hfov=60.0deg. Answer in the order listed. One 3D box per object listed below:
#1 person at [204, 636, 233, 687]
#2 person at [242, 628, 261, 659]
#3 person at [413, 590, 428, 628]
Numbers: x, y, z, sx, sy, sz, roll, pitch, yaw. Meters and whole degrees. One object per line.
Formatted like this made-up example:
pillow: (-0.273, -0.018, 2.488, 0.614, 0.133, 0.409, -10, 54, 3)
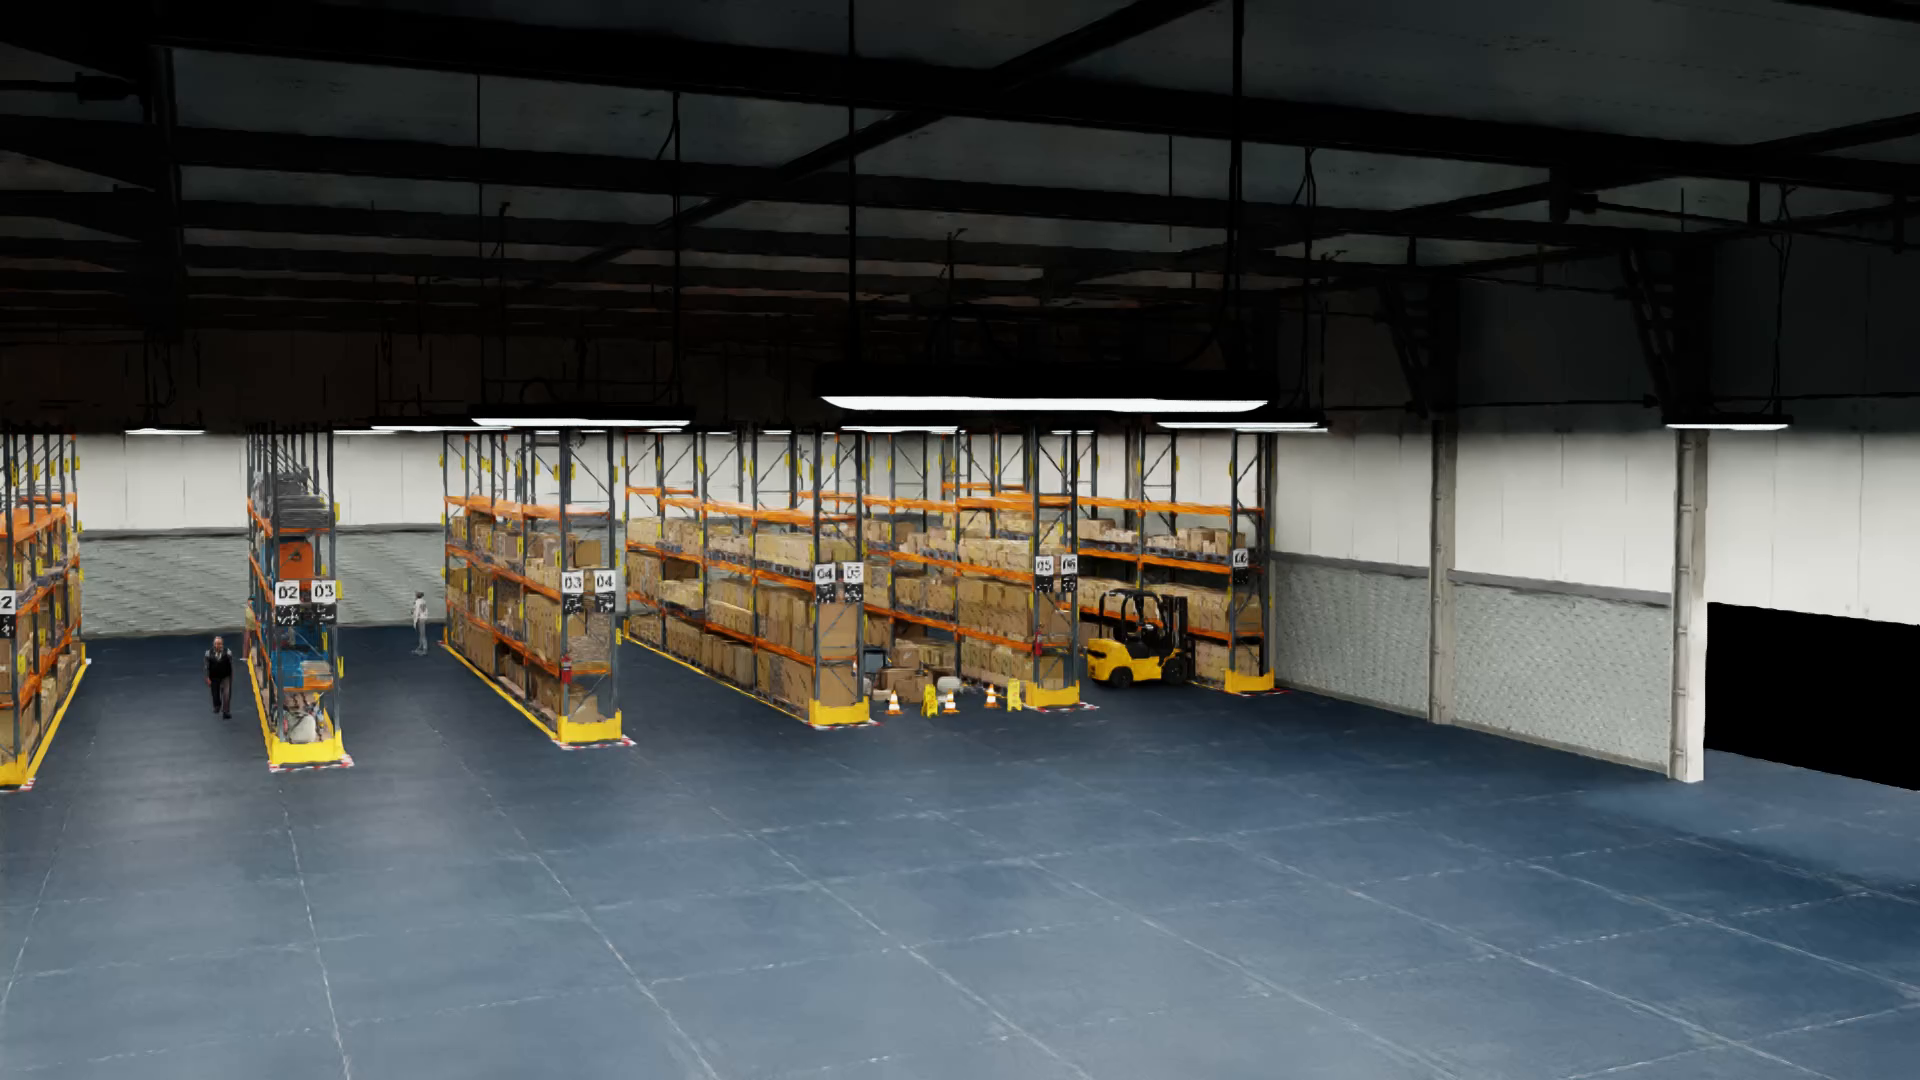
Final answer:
person: (-15.083, 2.461, 33.816, 0.543, 1.023, 0.405, -1, 4, -22)
person: (-17.990, 2.553, 42.506, 0.461, 0.909, 0.819, 0, 4, -3)
person: (-14.169, 1.809, 43.688, 0.348, 0.991, 0.546, 0, 4, 4)
